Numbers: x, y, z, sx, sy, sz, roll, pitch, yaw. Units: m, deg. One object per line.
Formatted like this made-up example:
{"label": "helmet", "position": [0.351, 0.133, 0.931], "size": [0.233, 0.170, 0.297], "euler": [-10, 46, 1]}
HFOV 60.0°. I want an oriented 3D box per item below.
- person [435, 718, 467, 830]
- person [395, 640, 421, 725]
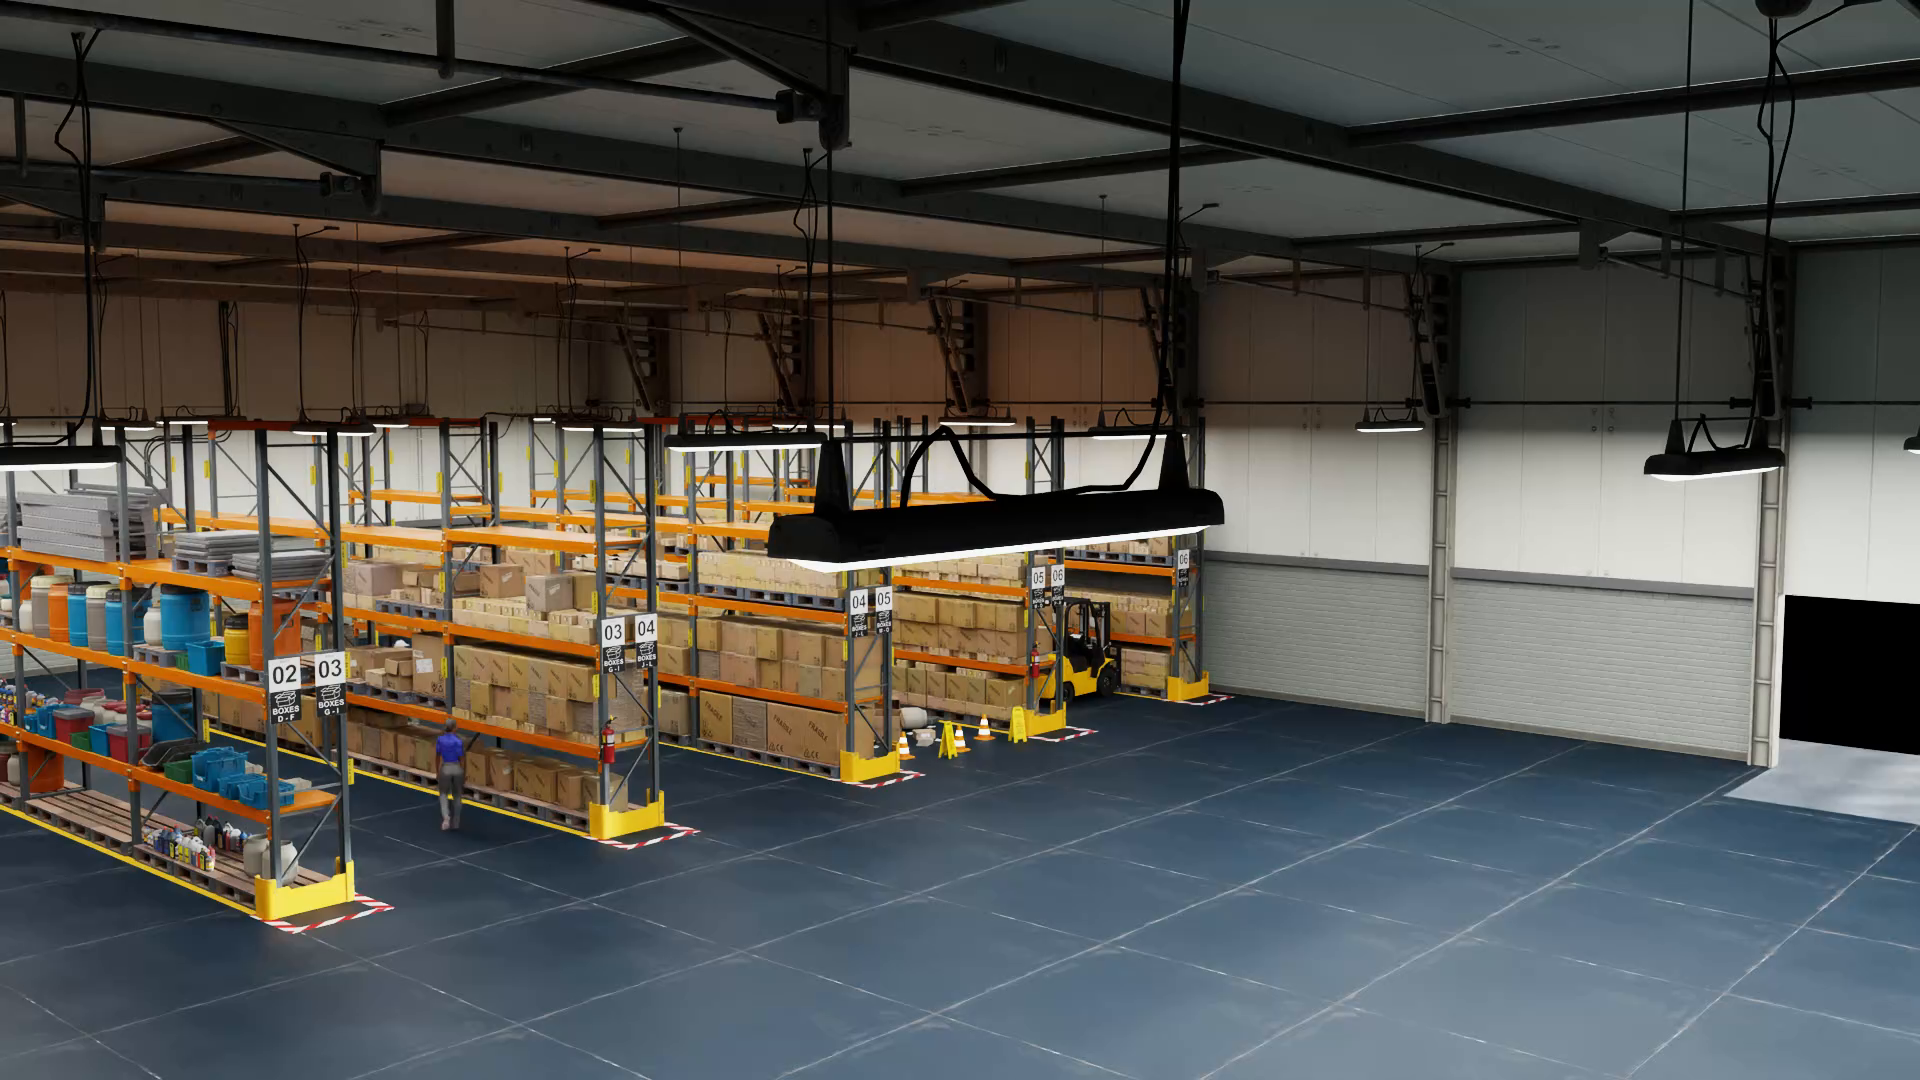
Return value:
{"label": "person", "position": [-7.511, 3.453, 24.542], "size": [0.447, 1.651, 0.466], "euler": [-1, 5, -14]}
{"label": "person", "position": [-10.668, 2.782, 31.835], "size": [0.475, 1.729, 0.978], "euler": [-4, 6, -43]}
